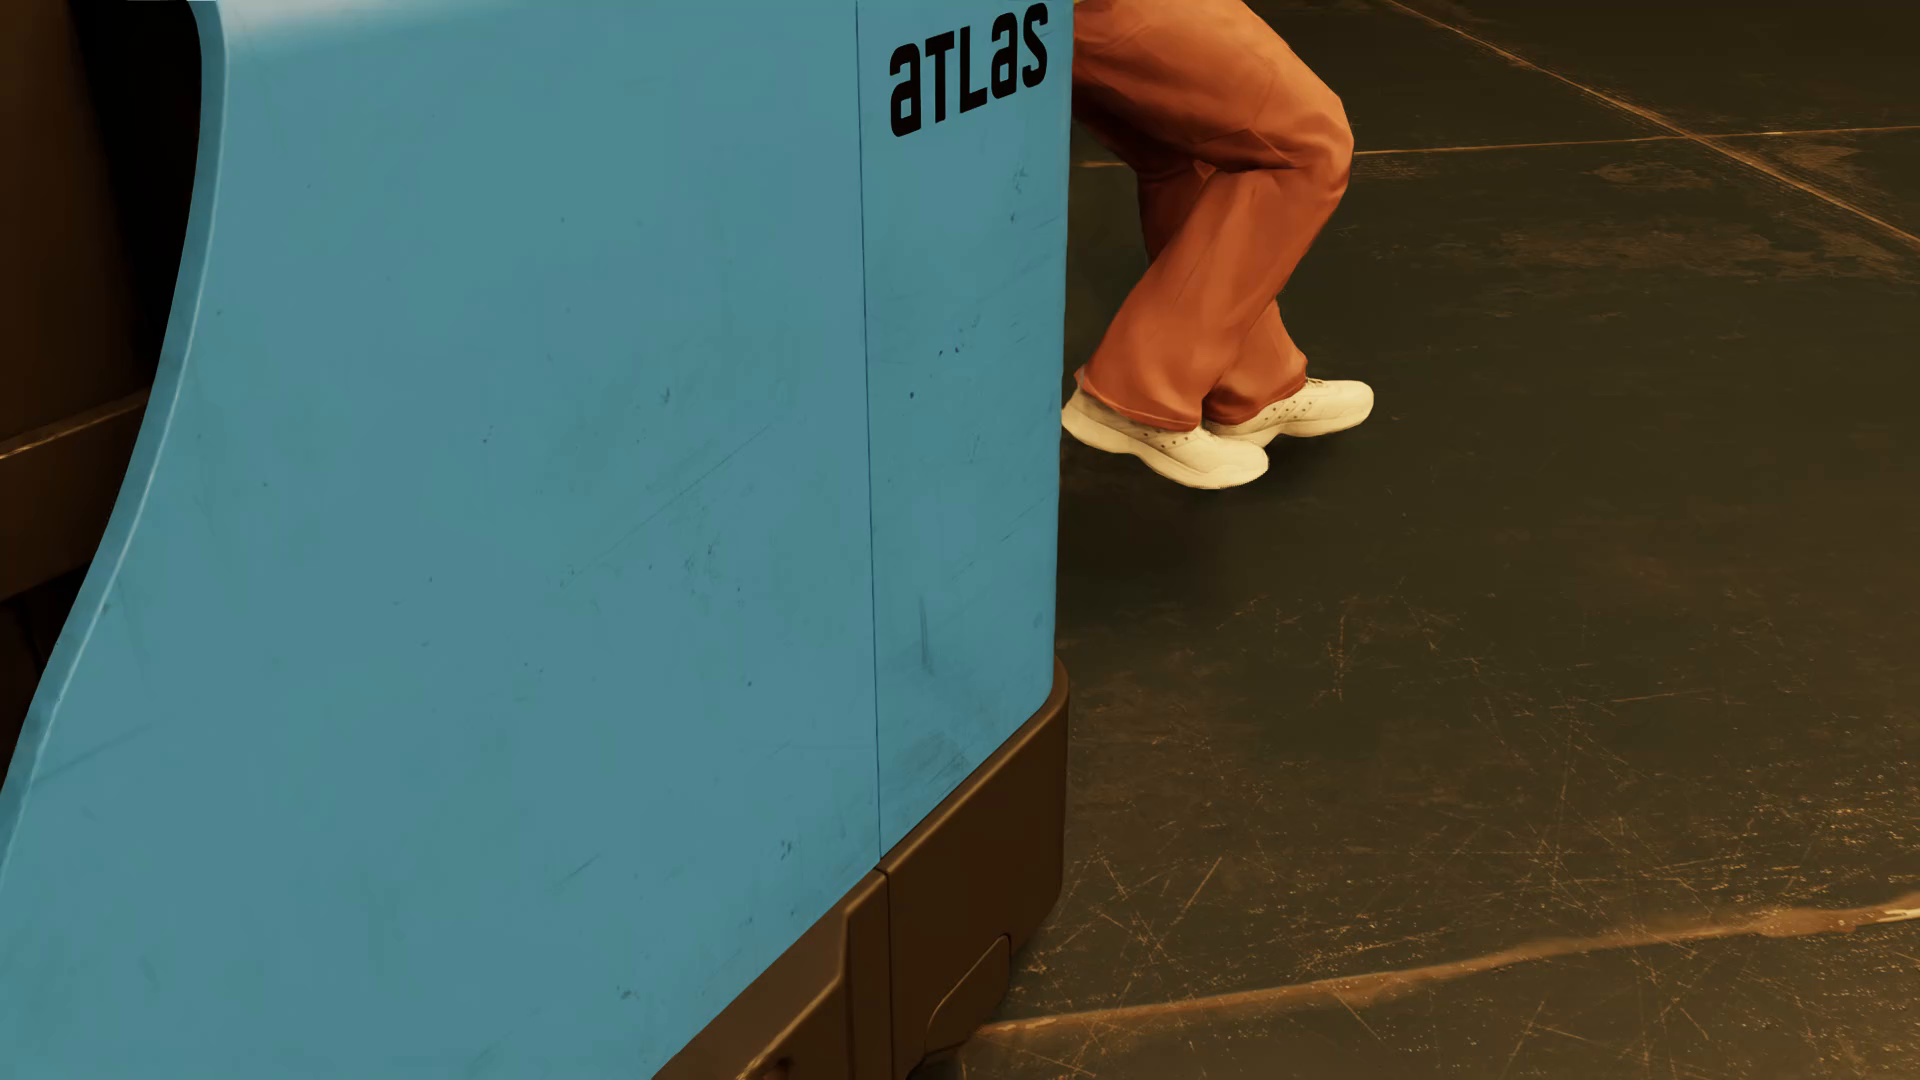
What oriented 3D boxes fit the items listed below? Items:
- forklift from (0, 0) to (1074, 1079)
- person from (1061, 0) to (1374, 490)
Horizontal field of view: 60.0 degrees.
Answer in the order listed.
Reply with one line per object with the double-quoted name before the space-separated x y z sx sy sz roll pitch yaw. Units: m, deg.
"forklift" -1.108 -0.434 0.190 1.130 2.935 3.031 16 32 28
"person" 0.317 -0.789 2.237 0.803 1.564 0.904 -7 29 -12
